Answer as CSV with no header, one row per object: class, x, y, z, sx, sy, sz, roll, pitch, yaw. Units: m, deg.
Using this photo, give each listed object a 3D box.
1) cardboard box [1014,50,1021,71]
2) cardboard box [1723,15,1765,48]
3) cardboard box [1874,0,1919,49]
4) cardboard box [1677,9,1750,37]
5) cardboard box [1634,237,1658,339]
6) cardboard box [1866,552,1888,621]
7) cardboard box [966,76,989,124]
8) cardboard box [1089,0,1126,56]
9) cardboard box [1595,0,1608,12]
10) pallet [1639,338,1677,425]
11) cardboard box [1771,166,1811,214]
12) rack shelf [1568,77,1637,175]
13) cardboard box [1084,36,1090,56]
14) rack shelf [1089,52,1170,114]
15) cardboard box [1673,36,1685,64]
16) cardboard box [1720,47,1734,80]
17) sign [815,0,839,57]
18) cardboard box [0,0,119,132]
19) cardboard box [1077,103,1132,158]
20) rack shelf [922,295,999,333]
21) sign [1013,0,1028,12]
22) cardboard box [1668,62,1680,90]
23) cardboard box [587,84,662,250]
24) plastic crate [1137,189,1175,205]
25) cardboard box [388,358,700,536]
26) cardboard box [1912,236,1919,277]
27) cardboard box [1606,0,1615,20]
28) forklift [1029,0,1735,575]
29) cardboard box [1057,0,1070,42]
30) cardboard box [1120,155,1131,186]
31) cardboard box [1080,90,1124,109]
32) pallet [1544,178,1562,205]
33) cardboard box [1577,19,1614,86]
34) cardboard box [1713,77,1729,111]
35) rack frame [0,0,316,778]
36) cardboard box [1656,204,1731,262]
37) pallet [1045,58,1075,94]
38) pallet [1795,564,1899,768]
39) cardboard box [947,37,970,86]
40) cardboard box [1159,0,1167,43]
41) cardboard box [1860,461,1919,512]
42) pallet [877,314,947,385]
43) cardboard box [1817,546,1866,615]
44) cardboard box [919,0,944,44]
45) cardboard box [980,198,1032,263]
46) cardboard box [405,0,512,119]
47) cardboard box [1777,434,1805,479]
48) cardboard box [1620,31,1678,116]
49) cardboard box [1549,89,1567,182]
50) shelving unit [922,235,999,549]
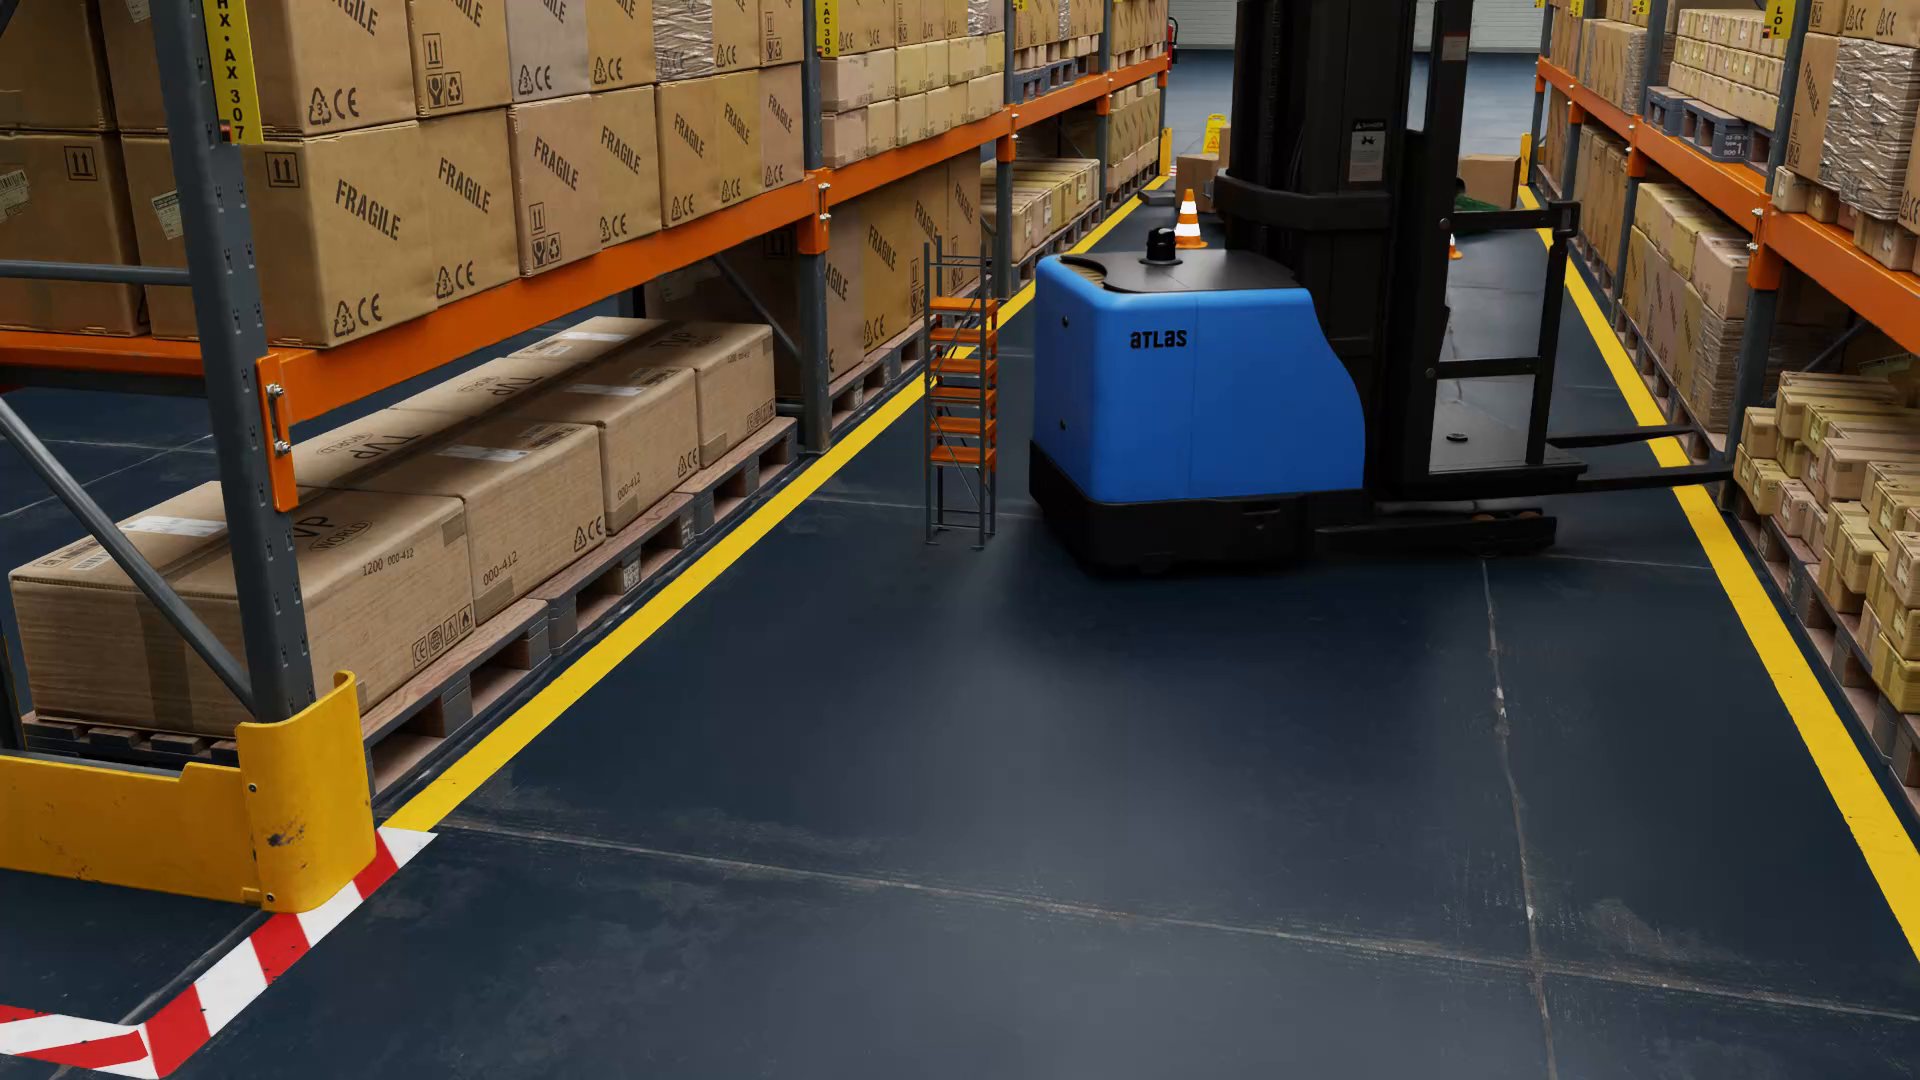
cardboard box,0.221,-3.375,11.668,0.380,0.149,0.250,3,19,10
cardboard box,4.000,-2.505,8.200,0.380,0.149,0.250,4,19,13
cardboard box,3.096,-1.729,4.948,0.500,0.500,0.500,5,19,14
cardboard box,4.383,-2.994,9.630,0.380,0.149,0.250,5,19,13
cardboard box,4.145,-1.420,9.421,0.500,0.500,0.500,5,19,14
cardboard box,2.902,0.161,4.877,0.380,0.149,0.250,6,20,16
cardboard box,-0.122,-2.711,10.216,0.500,0.250,0.500,5,19,14
cardboard box,1.215,-4.680,15.134,0.500,0.500,0.500,5,19,13
cardboard box,5.785,-4.712,13.939,0.875,0.550,0.550,5,19,13
pallet,4.192,-0.818,8.755,1.003,0.211,1.213,5,19,13
cardboard box,3.321,-1.328,6.323,0.380,0.149,0.250,5,20,15
rack shelf,5.173,-3.050,12.089,1.077,0.370,4.000,5,19,13
cardboard box,0.869,-4.108,13.813,0.380,0.149,0.250,4,19,12
rack shelf,1.326,-4.663,16.811,1.077,0.370,4.000,5,19,13
cardboard box,4.372,-2.848,9.665,0.380,0.149,0.250,6,20,16
cardboard box,3.996,-2.360,8.234,0.380,0.149,0.250,5,20,15
sign,-0.579,-2.273,7.239,0.100,0.325,0.005,5,19,13
cardboard box,-2.208,-1.305,4.167,0.500,0.500,0.500,5,20,15
cardboard box,1.363,-3.961,16.088,0.500,0.500,0.500,5,20,16
rack shelf,0.004,-0.871,6.405,0.258,0.103,0.180,5,19,13
sign,0.399,-3.628,10.876,0.100,0.325,0.005,5,19,13
cardboard box,4.380,-2.719,9.746,0.380,0.149,0.250,4,19,13
cardboard box,-1.355,-1.267,5.602,0.500,0.500,0.500,5,20,15
plastic crate,2.016,-3.422,16.582,0.402,0.080,0.583,-2,19,-6
cardboard box,-1.593,-0.386,6.491,0.875,0.438,0.875,4,19,12
cardboard box,3.026,-0.823,4.846,0.380,0.149,0.250,5,20,15
cardboard box,5.546,-4.381,13.173,0.700,0.500,0.500,4,19,12
forklift,1.864,-1.481,6.489,3.031,2.935,1.130,-4,19,-11
cardboard box,0.568,-4.119,12.842,0.500,0.500,0.500,4,19,11
cardboard box,1.363,-3.606,16.207,0.500,0.250,0.500,6,20,16
cardboard box,1.332,-4.134,15.590,0.380,0.149,0.250,5,19,14
pallet,6.220,-3.313,16.061,1.003,0.211,1.213,5,19,13
cardboard box,5.272,-3.921,13.371,0.500,0.500,0.500,5,19,14
cardboard box,3.993,-2.222,8.290,0.380,0.149,0.250,4,19,12
rack frame,-2.095,-0.615,3.848,1.000,3.000,0.127,5,19,13
cardboard box,4.024,-1.624,8.859,0.500,0.250,0.500,5,19,14
pallet,0.304,-3.655,13.046,1.003,0.211,1.213,5,19,13
pallet,3.281,0.407,5.170,1.003,0.211,1.213,5,19,13
cardboard box,-0.239,-2.793,9.683,0.500,0.250,0.500,4,19,12
cardboard box,1.949,-5.626,17.904,0.500,0.500,0.500,4,19,12
cardboard box,3.114,-0.135,5.284,0.380,0.149,0.250,4,19,11
pallet,-0.706,-1.181,9.817,1.003,0.211,1.213,5,19,13
cardboard box,3.029,0.139,5.399,0.380,0.149,0.250,4,19,12
cardboard box,-0.389,-2.986,9.086,0.500,0.500,0.500,4,19,12
cardboard box,0.008,-2.254,12.062,0.950,0.372,0.625,3,19,10
cardboard box,-1.582,-1.426,4.520,0.500,0.500,0.500,4,19,12
cardboard box,3.334,-0.325,6.300,0.380,0.149,0.250,5,19,14
cardboard box,4.534,-2.973,10.596,0.500,0.500,0.500,5,19,13
cardboard box,6.325,-3.970,16.308,0.875,0.875,0.875,4,19,13
shelving unit,0.004,-0.572,6.507,0.258,1.200,0.189,5,19,13
